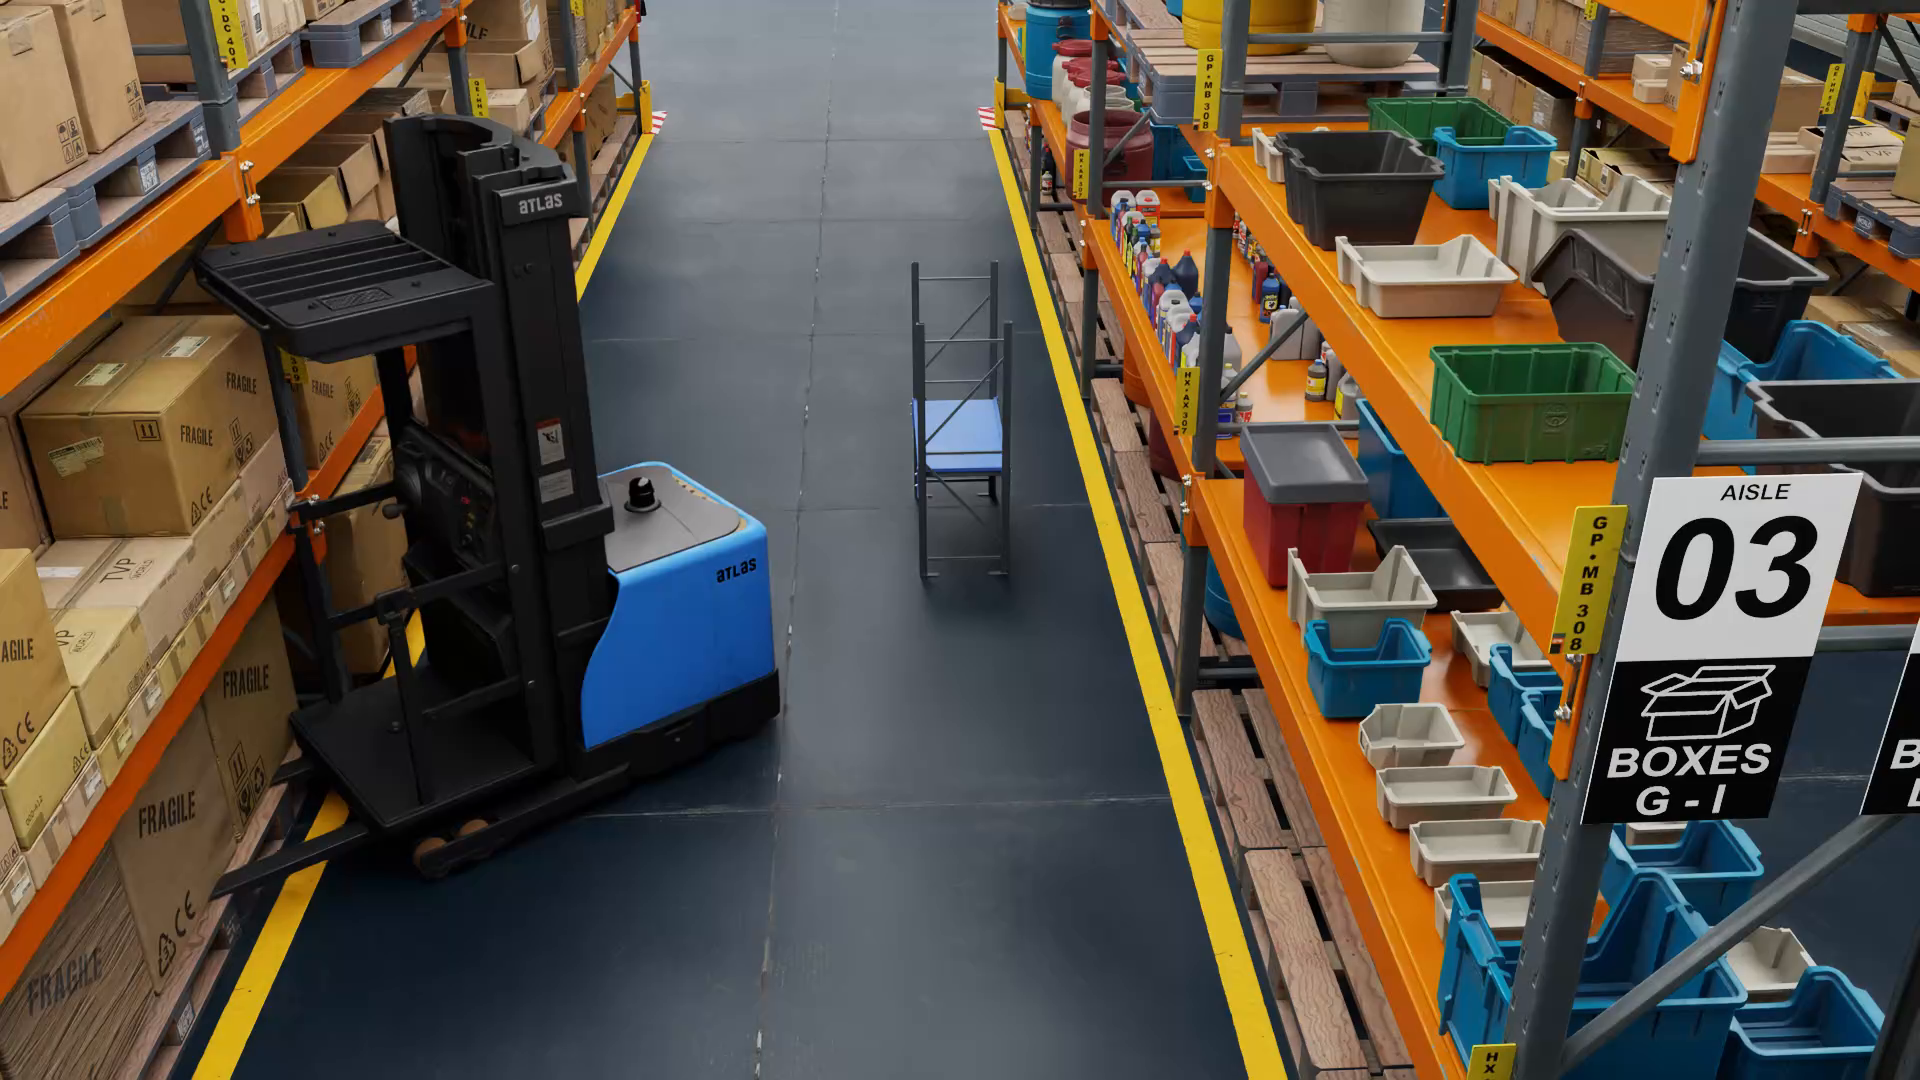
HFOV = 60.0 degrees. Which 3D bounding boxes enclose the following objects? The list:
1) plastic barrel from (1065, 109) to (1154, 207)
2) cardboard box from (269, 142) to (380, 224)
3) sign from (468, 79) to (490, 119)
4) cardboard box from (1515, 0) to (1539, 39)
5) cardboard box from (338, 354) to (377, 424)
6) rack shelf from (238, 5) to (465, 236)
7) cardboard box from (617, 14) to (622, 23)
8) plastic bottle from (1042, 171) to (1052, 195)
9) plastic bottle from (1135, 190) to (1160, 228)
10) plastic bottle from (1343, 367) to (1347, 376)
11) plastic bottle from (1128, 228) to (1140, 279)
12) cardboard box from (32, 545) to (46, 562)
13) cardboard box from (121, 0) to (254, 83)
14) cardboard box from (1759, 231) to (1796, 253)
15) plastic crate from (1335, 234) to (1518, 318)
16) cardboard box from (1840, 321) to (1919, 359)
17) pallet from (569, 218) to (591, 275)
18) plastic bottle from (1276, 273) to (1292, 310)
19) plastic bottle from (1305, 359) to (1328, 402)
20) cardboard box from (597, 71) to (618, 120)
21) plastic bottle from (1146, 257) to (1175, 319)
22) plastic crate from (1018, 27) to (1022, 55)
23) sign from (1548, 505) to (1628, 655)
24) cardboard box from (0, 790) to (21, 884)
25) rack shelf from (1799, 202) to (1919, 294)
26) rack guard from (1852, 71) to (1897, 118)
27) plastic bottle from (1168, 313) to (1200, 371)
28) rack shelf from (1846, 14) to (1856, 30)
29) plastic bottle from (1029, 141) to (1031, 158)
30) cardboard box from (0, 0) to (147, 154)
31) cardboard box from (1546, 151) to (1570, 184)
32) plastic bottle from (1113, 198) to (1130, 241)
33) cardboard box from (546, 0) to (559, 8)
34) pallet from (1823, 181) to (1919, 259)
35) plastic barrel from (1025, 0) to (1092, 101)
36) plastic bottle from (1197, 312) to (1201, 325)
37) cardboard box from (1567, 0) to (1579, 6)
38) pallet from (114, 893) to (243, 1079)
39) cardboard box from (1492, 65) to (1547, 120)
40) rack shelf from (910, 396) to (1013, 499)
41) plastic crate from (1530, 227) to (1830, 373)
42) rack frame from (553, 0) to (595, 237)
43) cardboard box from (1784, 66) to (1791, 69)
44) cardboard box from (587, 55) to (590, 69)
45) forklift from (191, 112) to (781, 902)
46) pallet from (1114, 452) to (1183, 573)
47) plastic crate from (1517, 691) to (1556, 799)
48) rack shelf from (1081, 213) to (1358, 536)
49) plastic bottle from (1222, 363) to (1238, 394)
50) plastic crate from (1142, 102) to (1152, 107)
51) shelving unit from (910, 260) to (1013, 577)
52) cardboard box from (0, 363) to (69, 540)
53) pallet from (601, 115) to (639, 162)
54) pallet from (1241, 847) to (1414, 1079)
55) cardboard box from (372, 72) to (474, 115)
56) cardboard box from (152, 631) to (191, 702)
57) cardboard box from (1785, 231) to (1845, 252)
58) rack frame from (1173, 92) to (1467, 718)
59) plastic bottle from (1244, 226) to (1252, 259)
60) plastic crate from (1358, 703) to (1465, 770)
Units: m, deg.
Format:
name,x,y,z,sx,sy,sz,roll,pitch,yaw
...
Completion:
name,x,y,z,sx,sy,sz,roll,pitch,yaw
plastic barrel,1.020,-2.618,11.379,0.600,0.536,0.708,-1,28,-3
cardboard box,-3.505,-1.772,8.711,0.797,0.503,0.637,-1,28,-1
sign,-3.046,-2.760,10.546,0.100,0.325,0.005,-1,28,-3
cardboard box,5.971,-5.277,16.516,0.700,0.500,0.500,-1,28,-1
cardboard box,-3.193,-0.879,8.084,0.500,0.500,0.500,-1,28,-3
rack shelf,-3.495,-2.319,8.487,1.077,0.370,4.000,-1,28,-3
cardboard box,-3.720,-5.458,17.243,0.380,0.149,0.250,-1,28,-3
plastic bottle,0.807,-3.313,15.408,0.097,0.201,0.097,0,28,0
plastic bottle,1.198,-2.092,10.652,0.152,0.276,0.135,-1,28,-3
plastic bottle,1.926,-0.786,8.152,0.097,0.271,0.097,0,28,0
plastic bottle,1.044,-1.708,9.908,0.061,0.283,0.133,-1,28,-3
cardboard box,-3.574,0.243,5.882,0.500,0.250,0.500,-1,28,-1
cardboard box,-3.431,-2.212,6.942,0.700,0.500,0.500,-1,28,-1
cardboard box,5.986,-2.160,12.561,0.500,0.311,0.500,-2,28,-3
plastic crate,1.408,-0.818,5.116,0.437,0.136,0.530,-1,28,-3
cardboard box,6.064,-1.097,10.837,0.500,0.500,0.500,-2,28,-5
pallet,-3.767,-2.483,14.282,1.003,0.211,1.213,-1,28,-3
plastic bottle,1.836,-1.403,9.250,0.144,0.351,0.185,-1,28,-3
plastic bottle,1.769,-0.796,8.247,0.097,0.201,0.097,0,28,0
cardboard box,-4.002,-4.715,17.795,0.500,0.500,0.500,4,28,7
plastic bottle,1.123,-1.407,9.258,0.144,0.351,0.185,-1,28,-3
plastic crate,0.809,-4.637,15.558,0.499,0.251,0.616,-1,28,-3
sign,1.216,0.081,3.221,0.100,0.325,0.005,-1,28,-3
cardboard box,-2.971,0.930,4.565,0.500,0.250,0.500,-2,28,-3
rack shelf,6.398,-1.226,9.636,1.077,0.370,4.000,-1,28,-3
rack guard,10.826,-5.141,19.067,1.175,0.500,0.348,-1,28,-3
plastic bottle,1.166,-1.025,8.605,0.152,0.276,0.135,-1,28,-3
rack shelf,6.189,-4.404,12.484,1.077,0.370,4.000,-1,28,-3
plastic bottle,0.740,-3.905,16.543,0.097,0.201,0.097,0,28,0
cardboard box,-3.290,-1.629,5.716,0.700,0.500,0.500,-3,28,-6
cardboard box,5.842,-3.492,15.721,0.500,0.250,0.500,-1,28,-3
plastic bottle,1.025,-2.032,10.542,0.097,0.271,0.097,0,28,0
cardboard box,-3.578,-4.912,14.414,0.500,0.500,0.500,-1,28,-3
pallet,6.399,-2.072,10.687,1.213,0.211,1.003,-1,28,-3
plastic barrel,0.855,-4.235,14.084,0.600,0.901,0.708,-1,28,-3
plastic bottle,1.283,-1.096,8.747,0.097,0.271,0.097,0,28,0
cardboard box,5.829,-5.004,15.290,0.380,0.149,0.250,-2,28,-4
pallet,-3.363,1.770,6.128,1.003,0.211,1.213,-1,28,-3
cardboard box,5.757,-4.517,16.875,0.500,0.500,0.500,-1,28,-3
rack shelf,-0.004,-0.545,9.562,0.538,0.185,1.000,-1,28,-3
plastic crate,1.959,-0.671,4.617,0.504,0.338,0.767,-1,28,-3
rack frame,-3.809,-4.079,14.326,1.000,3.000,0.127,-1,28,-3
cardboard box,6.162,-3.531,13.168,0.500,0.500,0.500,-1,28,-3
cardboard box,-3.560,-4.304,15.031,0.380,0.149,0.250,-1,28,-3
forklift,-2.320,-0.149,6.867,3.031,2.935,1.130,-21,34,-35
pallet,1.490,-0.190,9.885,1.003,0.211,1.213,-1,28,-3
plastic crate,2.011,0.661,5.355,0.416,0.233,0.300,-1,28,-3
rack shelf,1.451,-1.108,9.409,1.077,0.370,4.000,-1,28,-3
plastic bottle,1.316,-0.770,8.198,0.097,0.201,0.097,0,28,0
plastic crate,1.567,-3.133,12.444,0.402,0.464,0.583,-1,28,-3
shelving unit,-0.004,-0.704,9.479,0.538,1.500,1.048,-1,28,-3
cardboard box,-3.603,-0.327,6.163,0.500,0.500,0.500,-1,28,-3
pallet,-4.007,-4.278,17.725,1.003,0.211,1.213,-1,28,-3
pallet,1.699,1.636,6.385,1.003,0.211,1.213,-1,28,-3
cardboard box,-3.797,-2.966,11.630,0.700,0.500,0.500,3,28,5
cardboard box,-2.981,0.454,5.908,0.380,0.149,0.250,-2,28,-3
cardboard box,6.523,-2.176,12.591,0.500,0.311,0.500,-2,28,-4
rack frame,1.555,-0.504,7.472,1.000,3.000,0.127,-1,28,-3
plastic bottle,1.803,-1.867,10.226,0.097,0.271,0.097,0,28,0
plastic crate,1.467,0.663,5.455,0.298,0.136,0.250,-1,28,-3
